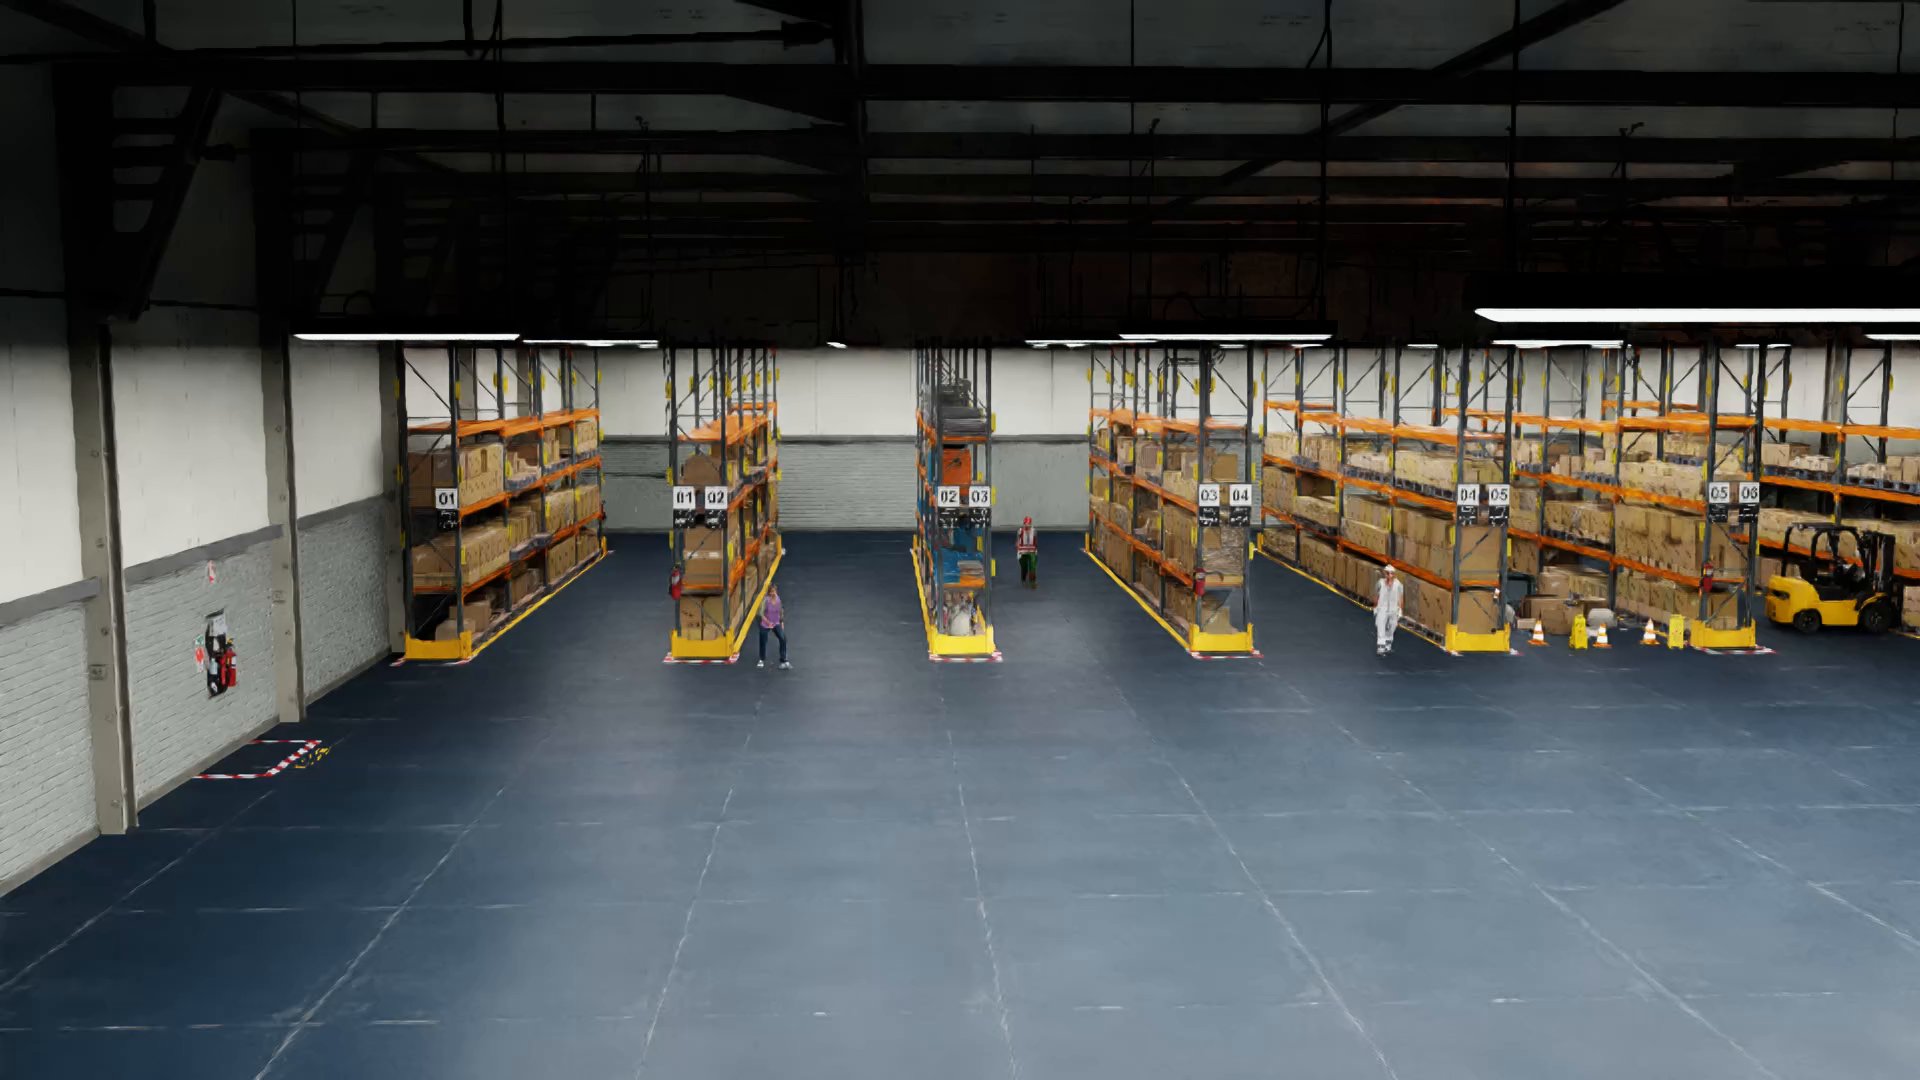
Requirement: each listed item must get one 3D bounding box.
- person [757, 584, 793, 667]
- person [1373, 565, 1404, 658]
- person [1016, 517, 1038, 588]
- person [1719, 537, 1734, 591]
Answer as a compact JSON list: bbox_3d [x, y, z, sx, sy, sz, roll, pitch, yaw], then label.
[{"bbox_3d":[-3.406,1.542,30.076,0.554,1.539,0.720,-3,7,-25],"label":"person"},{"bbox_3d":[8.039,1.317,31.161,0.534,1.725,1.038,1,7,7],"label":"person"},{"bbox_3d":[1.637,0.275,40.384,0.553,1.709,1.123,0,6,0],"label":"person"},{"bbox_3d":[16.470,0.772,35.852,0.586,1.746,0.654,4,7,29],"label":"person"}]
